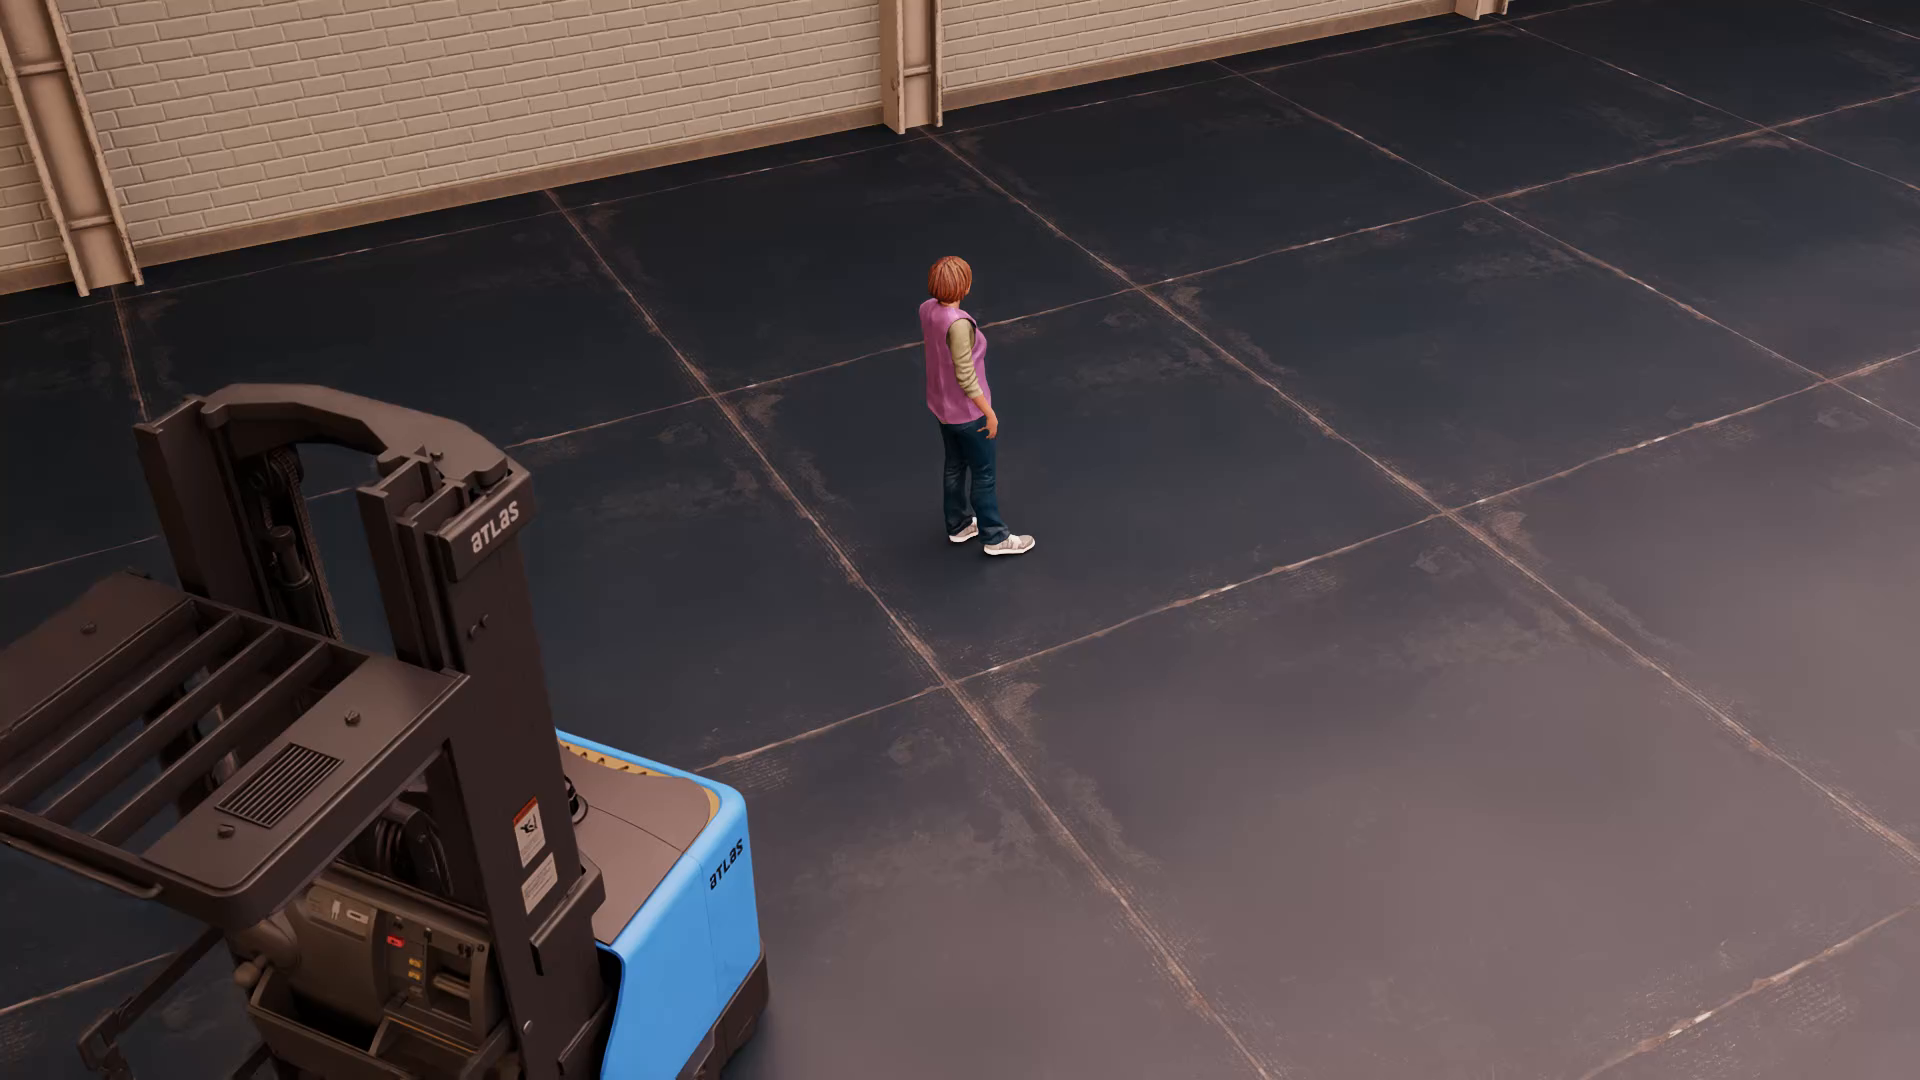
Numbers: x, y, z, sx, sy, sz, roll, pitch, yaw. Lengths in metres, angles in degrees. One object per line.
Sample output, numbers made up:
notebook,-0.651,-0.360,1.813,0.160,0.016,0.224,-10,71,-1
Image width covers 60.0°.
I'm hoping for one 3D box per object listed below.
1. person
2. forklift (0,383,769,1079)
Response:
person,0.073,-0.671,8.215,0.473,1.599,0.520,-17,39,-23
forklift,-1.767,1.190,4.439,1.130,2.935,3.031,14,38,19
